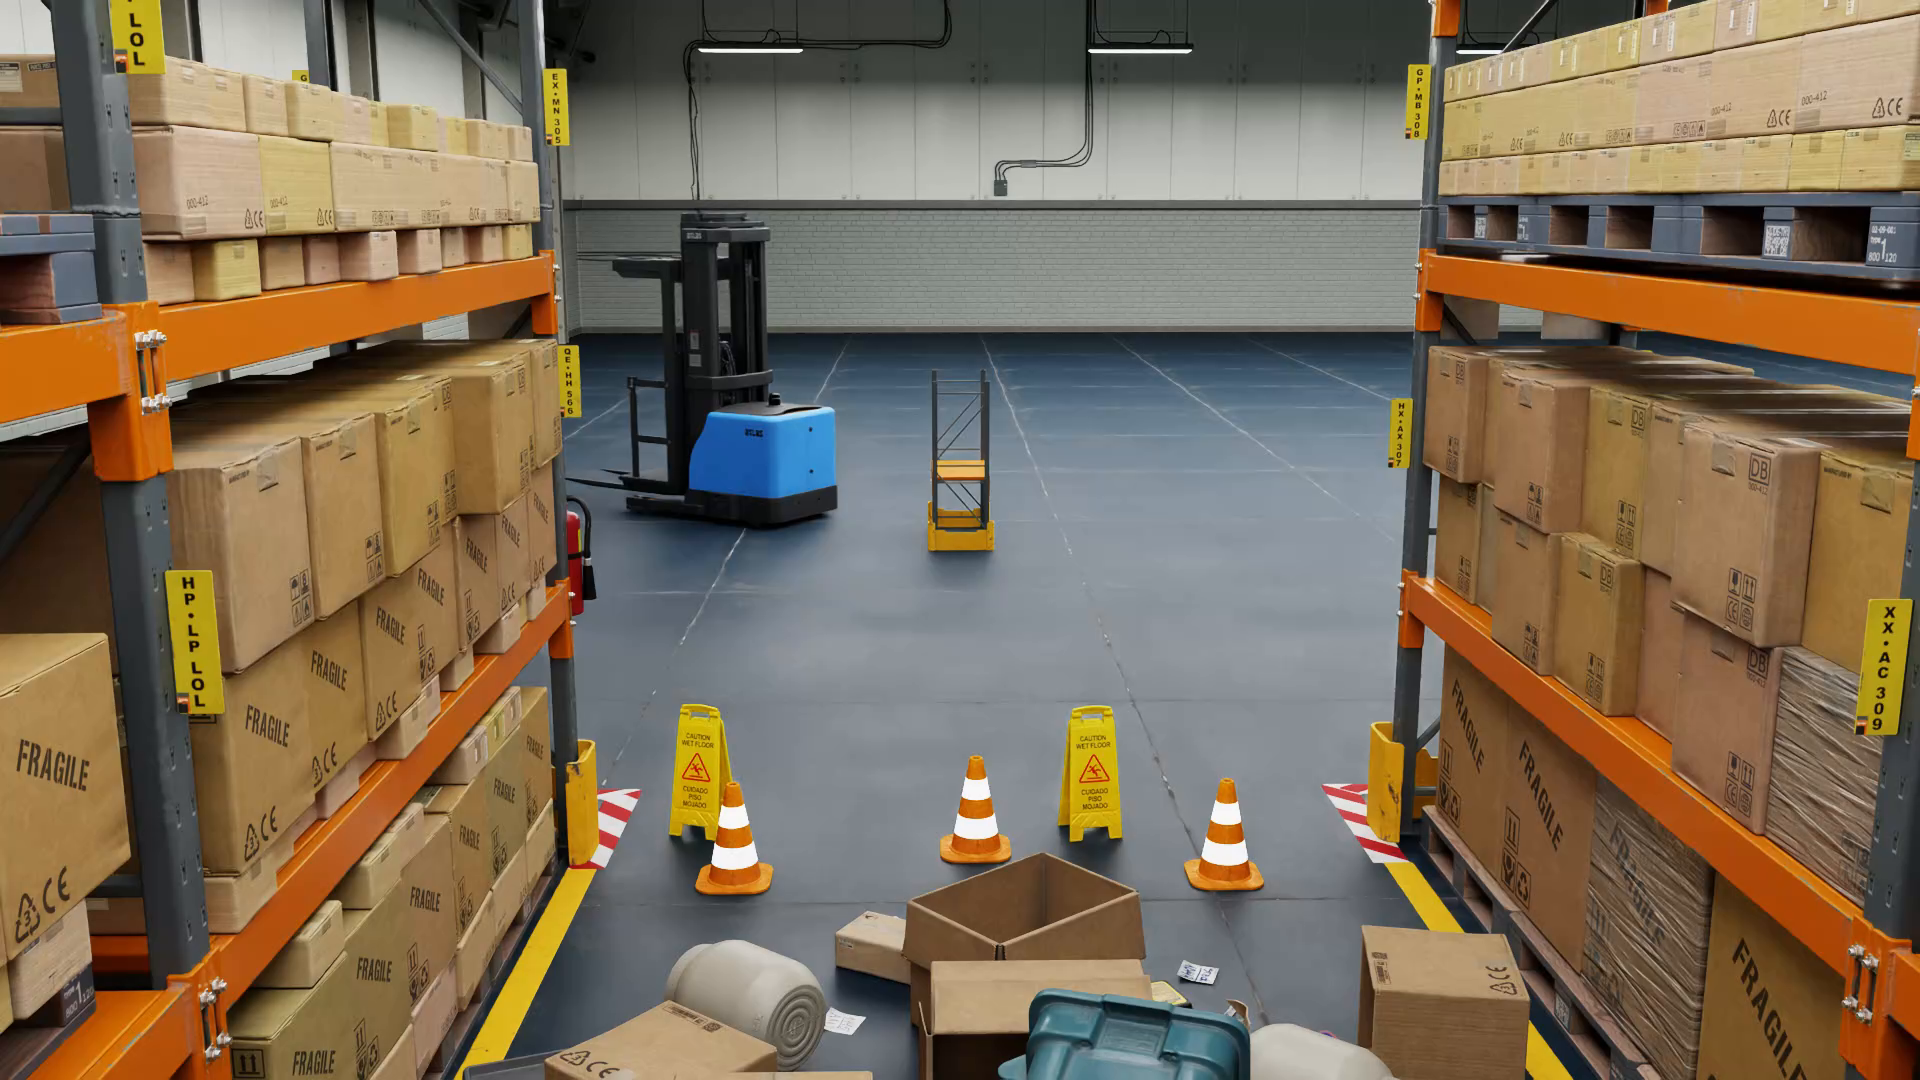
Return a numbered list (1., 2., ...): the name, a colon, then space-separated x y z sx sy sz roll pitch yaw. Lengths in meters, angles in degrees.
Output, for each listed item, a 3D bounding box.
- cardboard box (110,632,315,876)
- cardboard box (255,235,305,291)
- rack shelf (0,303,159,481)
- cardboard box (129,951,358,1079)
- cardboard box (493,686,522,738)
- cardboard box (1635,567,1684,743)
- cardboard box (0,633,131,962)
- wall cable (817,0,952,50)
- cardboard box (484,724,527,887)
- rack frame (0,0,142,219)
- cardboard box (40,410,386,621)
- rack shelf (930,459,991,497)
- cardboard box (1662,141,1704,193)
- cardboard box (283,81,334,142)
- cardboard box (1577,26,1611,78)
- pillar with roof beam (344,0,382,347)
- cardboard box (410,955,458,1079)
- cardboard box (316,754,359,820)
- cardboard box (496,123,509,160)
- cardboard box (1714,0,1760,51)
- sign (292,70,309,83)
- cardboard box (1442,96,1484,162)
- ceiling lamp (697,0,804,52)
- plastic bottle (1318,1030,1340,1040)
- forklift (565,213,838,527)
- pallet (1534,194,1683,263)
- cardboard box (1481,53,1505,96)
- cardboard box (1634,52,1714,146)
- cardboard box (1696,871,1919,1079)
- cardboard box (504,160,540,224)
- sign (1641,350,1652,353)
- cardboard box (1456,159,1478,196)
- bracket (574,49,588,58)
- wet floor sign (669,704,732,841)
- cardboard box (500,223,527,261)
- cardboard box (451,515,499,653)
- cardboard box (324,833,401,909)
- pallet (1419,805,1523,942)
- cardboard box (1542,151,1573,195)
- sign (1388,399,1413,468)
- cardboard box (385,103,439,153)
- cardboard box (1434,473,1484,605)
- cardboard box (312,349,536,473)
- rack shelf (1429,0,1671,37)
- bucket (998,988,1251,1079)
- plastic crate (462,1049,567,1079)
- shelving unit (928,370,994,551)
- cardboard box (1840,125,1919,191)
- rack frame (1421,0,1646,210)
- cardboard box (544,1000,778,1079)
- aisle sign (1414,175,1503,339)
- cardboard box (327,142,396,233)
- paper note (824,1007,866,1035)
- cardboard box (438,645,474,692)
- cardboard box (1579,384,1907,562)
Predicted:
1. cardboard box: -1.975 0.514 4.172 0.500 0.500 0.500 0 11 -1
2. cardboard box: -2.037 -0.763 4.556 0.380 0.149 0.250 0 11 1
3. rack shelf: -2.204 0.078 1.589 1.077 0.370 4.000 0 11 -1
4. cardboard box: -1.987 1.453 4.516 0.500 0.500 0.500 0 11 2
5. cardboard box: -1.976 0.690 6.649 0.380 0.149 0.250 0 11 0
6. cardboard box: 2.755 0.393 5.390 0.875 0.550 0.550 0 11 -1
7. cardboard box: -2.006 0.488 3.246 0.500 0.500 0.500 0 11 -2
8. wall cable: -1.737 -12.535 38.073 3.097 2.526 0.112 0 11 -1
9. cardboard box: -2.036 1.038 6.560 0.500 0.500 0.500 0 11 1
10. rack frame: -2.245 -2.143 3.178 1.000 3.000 0.127 0 11 -1
11. cardboard box: -2.026 -0.077 4.572 0.700 0.500 0.500 0 11 -1
12. rack shelf: -0.002 -0.576 15.220 0.538 0.185 1.000 0 11 -1
13. cardboard box: 2.354 -1.118 4.995 0.380 0.149 0.250 0 11 0
14. cardboard box: -1.935 -1.161 4.509 0.380 0.149 0.250 0 11 -2
15. cardboard box: 2.339 -1.659 5.659 0.380 0.149 0.250 0 11 0
16. pillar with roof beam: -4.245 -6.370 24.017 9.100 9.000 0.400 0 11 -1
17. cardboard box: -2.023 1.609 5.633 0.500 0.250 0.500 0 11 -2
18. cardboard box: -1.994 0.705 4.864 0.380 0.149 0.250 0 11 1
19. cardboard box: -2.058 -1.618 6.763 0.380 0.149 0.250 0 11 0
20. cardboard box: 2.361 -1.457 4.660 0.380 0.149 0.250 0 11 0
21. sign: -2.870 -1.894 7.298 0.100 0.325 0.005 0 11 -1
22. cardboard box: 2.373 -1.738 7.051 0.500 0.250 0.500 0 11 -1
23. ceiling lamp: -3.968 -10.850 31.418 2.000 3.185 0.800 0 11 -1
24. plastic bottle: 1.242 1.845 6.002 0.283 0.061 0.133 -4 12 -21
25. forklift: -2.724 -1.763 16.567 3.031 2.935 1.130 7 14 32
26. pallet: 2.673 -1.074 5.679 1.003 0.211 1.213 0 11 -1
27. cardboard box: 2.318 -1.862 6.660 0.380 0.149 0.250 0 11 -2
28. cardboard box: 2.417 -1.337 5.072 0.500 0.250 0.500 0 11 -2
29. cardboard box: 2.759 1.467 4.761 0.875 0.875 0.875 0 11 0
30. cardboard box: -2.048 -1.439 6.885 0.500 0.250 0.500 0 11 -2
31. sign: 3.162 -0.721 7.752 0.100 0.325 0.005 0 11 -1
32. cardboard box: 2.312 -1.520 6.976 0.380 0.149 0.250 0 11 -1
33. bracket: -8.487 -10.940 37.487 0.076 0.066 3.189 0 11 -1
34. wet floor sign: -1.262 1.114 8.136 0.267 0.644 0.232 4 12 18
35. cardboard box: -2.003 -1.226 6.834 0.380 0.149 0.250 0 11 -1
36. cardboard box: -2.028 0.113 6.147 0.500 0.500 0.500 0 11 -1
37. cardboard box: -1.942 1.008 5.078 0.380 0.149 0.250 0 11 1
38. pallet: 2.714 1.487 7.389 1.003 0.211 1.213 0 11 -1
39. cardboard box: 2.332 -1.320 5.990 0.380 0.149 0.250 0 11 -2
40. sign: 2.064 -0.500 7.794 0.100 0.325 0.005 0 11 -1
41. cardboard box: -1.960 -1.365 5.514 0.380 0.149 0.250 0 11 0
42. cardboard box: 2.672 -0.038 7.516 0.875 0.550 0.550 0 11 -1
43. cardboard box: -2.096 -0.481 6.563 0.700 0.500 0.500 0 11 -1
44. rack shelf: 2.661 -2.032 5.449 1.077 0.370 4.000 0 11 -1
45. bucket: 0.394 1.599 4.235 0.726 0.611 0.620 4 22 18
46. plastic crate: -1.457 1.913 5.620 0.402 0.080 0.583 -4 12 -21
47. shelving unit: -0.002 -0.750 15.176 0.587 1.500 1.083 0 11 -1
48. cardboard box: 2.375 -0.916 4.000 0.380 0.149 0.250 0 11 -1
49. rack frame: 2.619 -2.978 7.297 1.000 3.000 0.127 0 11 -1
50. cardboard box: -0.907 1.803 5.101 0.500 0.500 0.500 9 15 38
51. aisle sign: 2.318 -1.325 7.698 0.394 0.787 0.004 0 11 -1
52. cardboard box: -1.998 -1.036 4.895 0.500 0.250 0.500 0 11 -1
53. paper note: -0.450 1.812 6.269 0.148 0.019 0.142 4 12 18
54. cardboard box: -2.009 0.453 6.105 0.380 0.149 0.250 0 11 -2
55. cardboard box: 2.709 -0.241 5.802 0.875 0.550 0.500 0 11 -1
